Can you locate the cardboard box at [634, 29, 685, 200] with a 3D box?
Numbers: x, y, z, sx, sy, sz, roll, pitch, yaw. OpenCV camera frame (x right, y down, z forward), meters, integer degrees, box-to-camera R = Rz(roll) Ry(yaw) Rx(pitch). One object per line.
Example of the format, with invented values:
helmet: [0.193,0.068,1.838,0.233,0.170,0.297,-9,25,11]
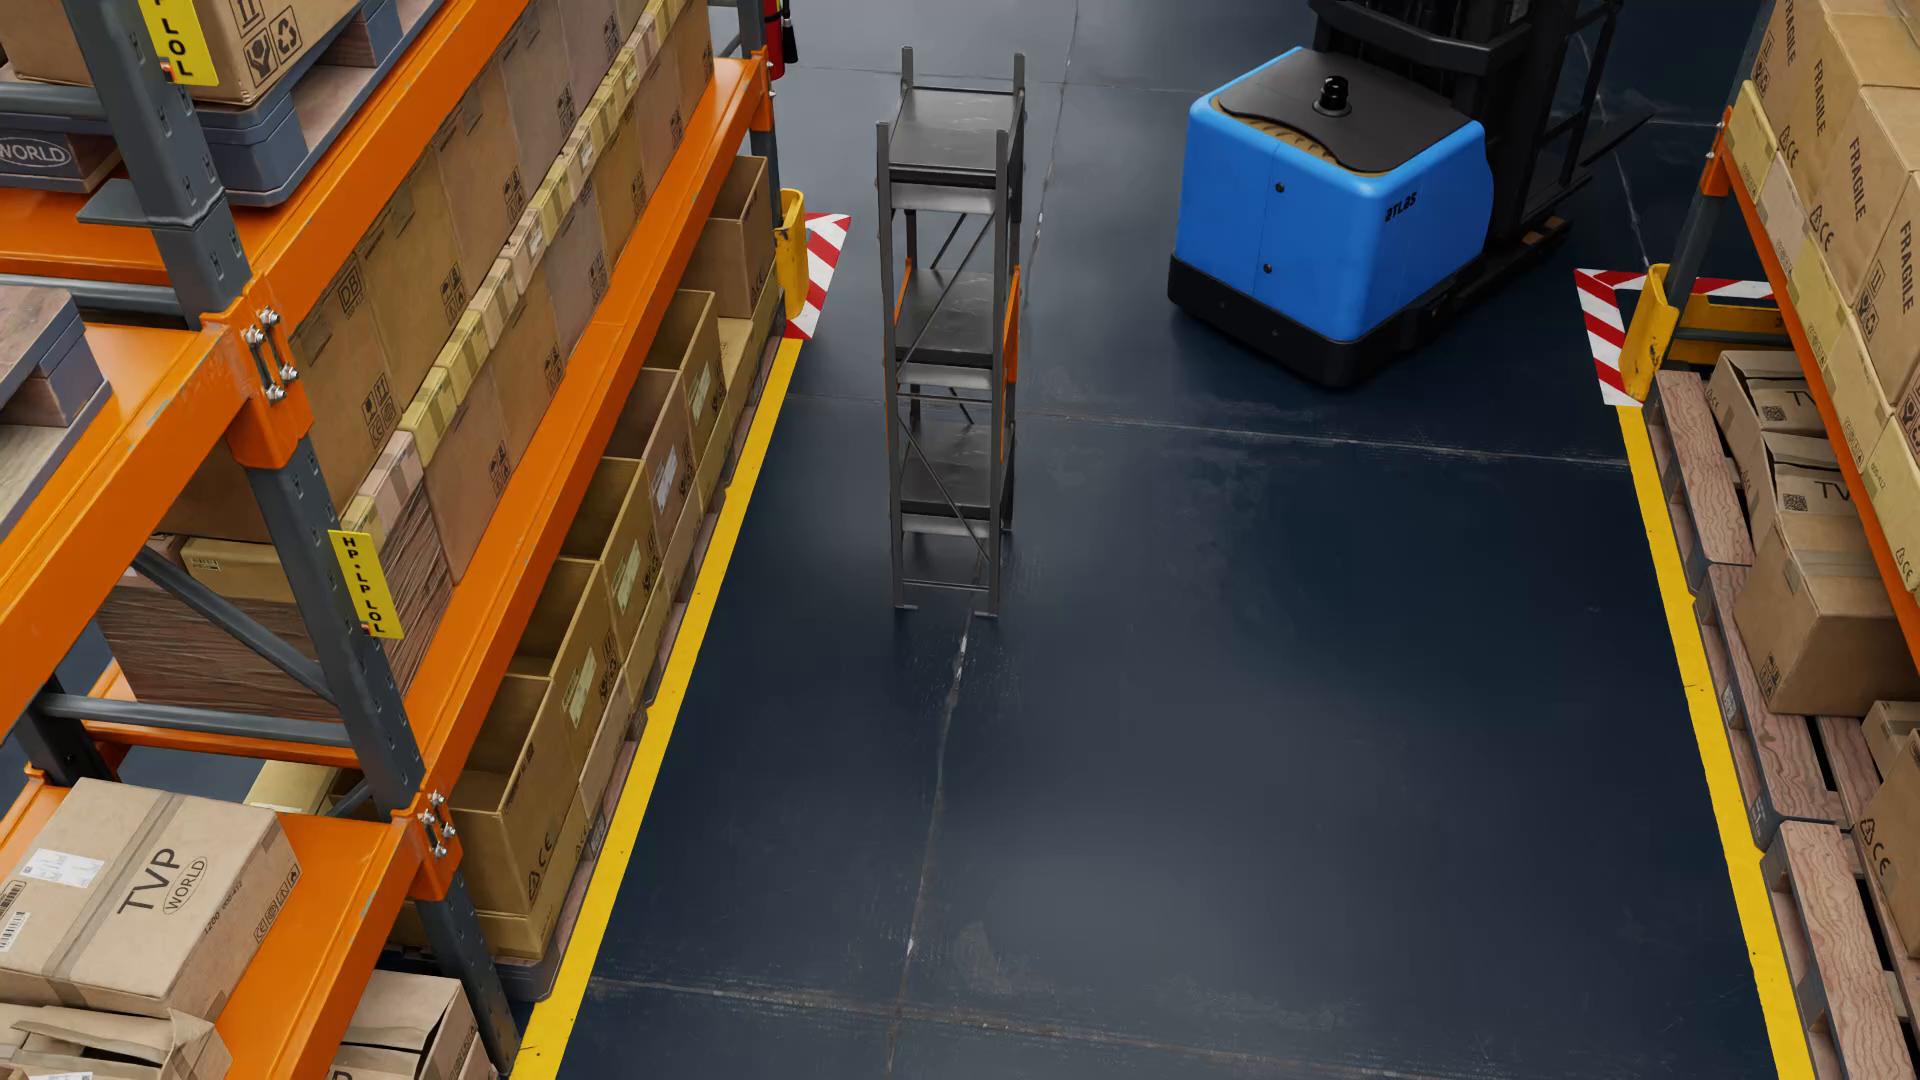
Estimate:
cardboard box: [-1.463,-1.636,6.224,0.700,0.500,0.500,6,44,7]

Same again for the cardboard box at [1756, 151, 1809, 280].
cardboard box: [3.153,-1.122,5.847,0.500,0.250,0.500,4,44,4]

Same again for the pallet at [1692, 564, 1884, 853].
pallet: [3.271,0.616,5.946,1.003,0.211,1.213,5,44,6]

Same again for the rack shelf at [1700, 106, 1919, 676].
rack shelf: [3.322,-0.203,5.306,1.077,0.370,4.000,5,44,6]

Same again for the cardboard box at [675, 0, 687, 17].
cardboard box: [-1.219,-2.091,6.232,0.380,0.149,0.250,6,44,7]

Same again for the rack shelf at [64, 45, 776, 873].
rack shelf: [-1.588,-0.651,5.779,1.077,0.370,4.000,5,44,6]

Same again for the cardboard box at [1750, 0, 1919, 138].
cardboard box: [3.226,-1.755,5.971,0.500,0.500,0.500,5,44,6]

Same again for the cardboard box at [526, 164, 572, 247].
cardboard box: [-1.424,-1.043,5.125,0.380,0.149,0.250,5,44,5]

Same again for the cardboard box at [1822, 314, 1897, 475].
cardboard box: [3.011,-0.431,5.118,0.500,0.250,0.500,6,44,6]

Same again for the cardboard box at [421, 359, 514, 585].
cardboard box: [-1.737,-0.249,4.758,0.700,0.500,0.500,5,44,5]

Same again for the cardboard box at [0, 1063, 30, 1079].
cardboard box: [-2.040,1.295,3.128,0.500,0.500,0.500,8,44,9]

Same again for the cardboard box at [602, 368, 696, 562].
cardboard box: [-1.285,-0.286,6.019,0.500,0.500,0.500,5,44,6]

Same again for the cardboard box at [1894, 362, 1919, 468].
cardboard box: [2.951,-0.360,4.498,0.500,0.500,0.500,4,44,4]

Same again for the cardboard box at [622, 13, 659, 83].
cardboard box: [-1.288,-1.746,5.867,0.380,0.149,0.250,6,44,6]

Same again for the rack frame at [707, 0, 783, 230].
rack frame: [-1.324,-2.275,6.971,1.000,3.000,0.127,5,44,6]

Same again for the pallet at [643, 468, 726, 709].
pallet: [-1.547,0.091,6.500,1.003,0.211,1.213,5,44,6]

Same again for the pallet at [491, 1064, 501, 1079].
pallet: [-1.912,1.969,4.517,1.003,0.211,1.213,5,44,6]

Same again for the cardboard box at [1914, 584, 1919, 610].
cardboard box: [2.894,0.256,4.392,0.500,0.250,0.500,5,44,6]

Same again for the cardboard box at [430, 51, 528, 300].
cardboard box: [-1.668,-1.045,4.656,0.700,0.500,0.500,5,44,5]

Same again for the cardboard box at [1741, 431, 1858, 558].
cardboard box: [3.331,-0.159,6.372,0.500,0.311,0.500,9,44,9]

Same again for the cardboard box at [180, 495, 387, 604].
cardboard box: [-1.625,0.013,4.010,0.380,0.149,0.250,5,44,5]

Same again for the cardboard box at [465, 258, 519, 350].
cardboard box: [-1.491,-0.683,4.745,0.380,0.149,0.250,4,44,4]

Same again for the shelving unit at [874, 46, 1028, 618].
shelving unit: [-0.022,-0.650,5.909,0.431,2.100,0.503,5,44,6]

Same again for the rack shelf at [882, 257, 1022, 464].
rack shelf: [-0.022,-0.640,5.918,0.431,0.518,0.480,5,44,6]

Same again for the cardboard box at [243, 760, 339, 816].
cardboard box: [-2.008,0.961,5.248,0.500,0.250,0.500,5,44,6]

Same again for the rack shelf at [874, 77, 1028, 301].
rack shelf: [-0.022,-1.148,5.437,0.431,0.518,0.480,5,44,6]

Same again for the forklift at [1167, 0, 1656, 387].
forklift: [2.388,-2.641,7.408,3.031,2.935,1.130,-34,53,-30]

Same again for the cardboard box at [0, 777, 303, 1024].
cardboard box: [-1.875,0.845,3.785,0.500,0.250,0.500,8,44,8]

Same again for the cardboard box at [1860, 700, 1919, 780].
cardboard box: [3.289,0.686,5.598,0.380,0.149,0.250,2,43,2]

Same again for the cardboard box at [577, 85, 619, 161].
cardboard box: [-1.355,-1.387,5.489,0.380,0.149,0.250,6,44,7]

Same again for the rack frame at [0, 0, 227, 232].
rack frame: [-1.853,-1.728,2.030,1.000,3.000,0.127,5,44,6]

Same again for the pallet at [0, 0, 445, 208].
pallet: [-1.766,-1.190,3.708,1.003,0.211,1.213,5,44,6]

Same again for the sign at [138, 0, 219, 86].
sign: [-1.314,-0.898,2.730,0.100,0.325,0.005,5,44,6]

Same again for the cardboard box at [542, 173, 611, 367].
cardboard box: [-1.600,-0.939,5.488,0.700,0.500,0.500,6,44,7]

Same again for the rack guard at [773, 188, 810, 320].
rack guard: [-1.321,-1.384,7.848,1.175,0.500,0.348,5,44,6]

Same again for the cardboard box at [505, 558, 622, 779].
cardboard box: [-1.423,0.395,5.300,0.500,0.500,0.500,5,44,6]

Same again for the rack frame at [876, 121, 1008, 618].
rack frame: [-0.054,-0.483,5.733,0.400,2.100,0.015,5,44,6]

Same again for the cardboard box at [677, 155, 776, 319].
cardboard box: [-1.100,-1.309,7.100,0.500,0.500,0.500,5,44,6]

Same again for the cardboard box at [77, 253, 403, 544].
cardboard box: [-1.800,-0.360,3.932,0.700,0.500,0.500,5,44,6]

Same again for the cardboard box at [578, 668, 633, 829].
cardboard box: [-1.420,0.668,5.558,0.500,0.250,0.500,5,44,6]

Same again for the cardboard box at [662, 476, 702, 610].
cardboard box: [-1.288,-0.014,6.277,0.500,0.250,0.500,5,44,6]

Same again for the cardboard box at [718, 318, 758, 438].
cardboard box: [-1.156,-0.695,6.997,0.500,0.250,0.500,5,44,6]

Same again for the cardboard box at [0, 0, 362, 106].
cardboard box: [-1.525,-1.198,3.171,0.500,0.500,0.500,9,44,9]

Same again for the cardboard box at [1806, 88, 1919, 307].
cardboard box: [3.076,-1.067,5.245,0.500,0.500,0.500,4,44,4]

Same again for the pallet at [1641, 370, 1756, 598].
pallet: [3.434,-0.213,6.821,1.003,0.211,1.213,5,44,6]

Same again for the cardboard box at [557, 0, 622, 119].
cardboard box: [-1.535,-1.727,5.376,0.700,0.500,0.500,5,44,6]

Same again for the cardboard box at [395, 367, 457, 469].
cardboard box: [-1.560,-0.334,4.377,0.380,0.149,0.250,4,44,4]

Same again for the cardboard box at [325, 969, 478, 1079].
cardboard box: [-1.622,1.395,4.382,0.500,0.311,0.500,5,44,6]
